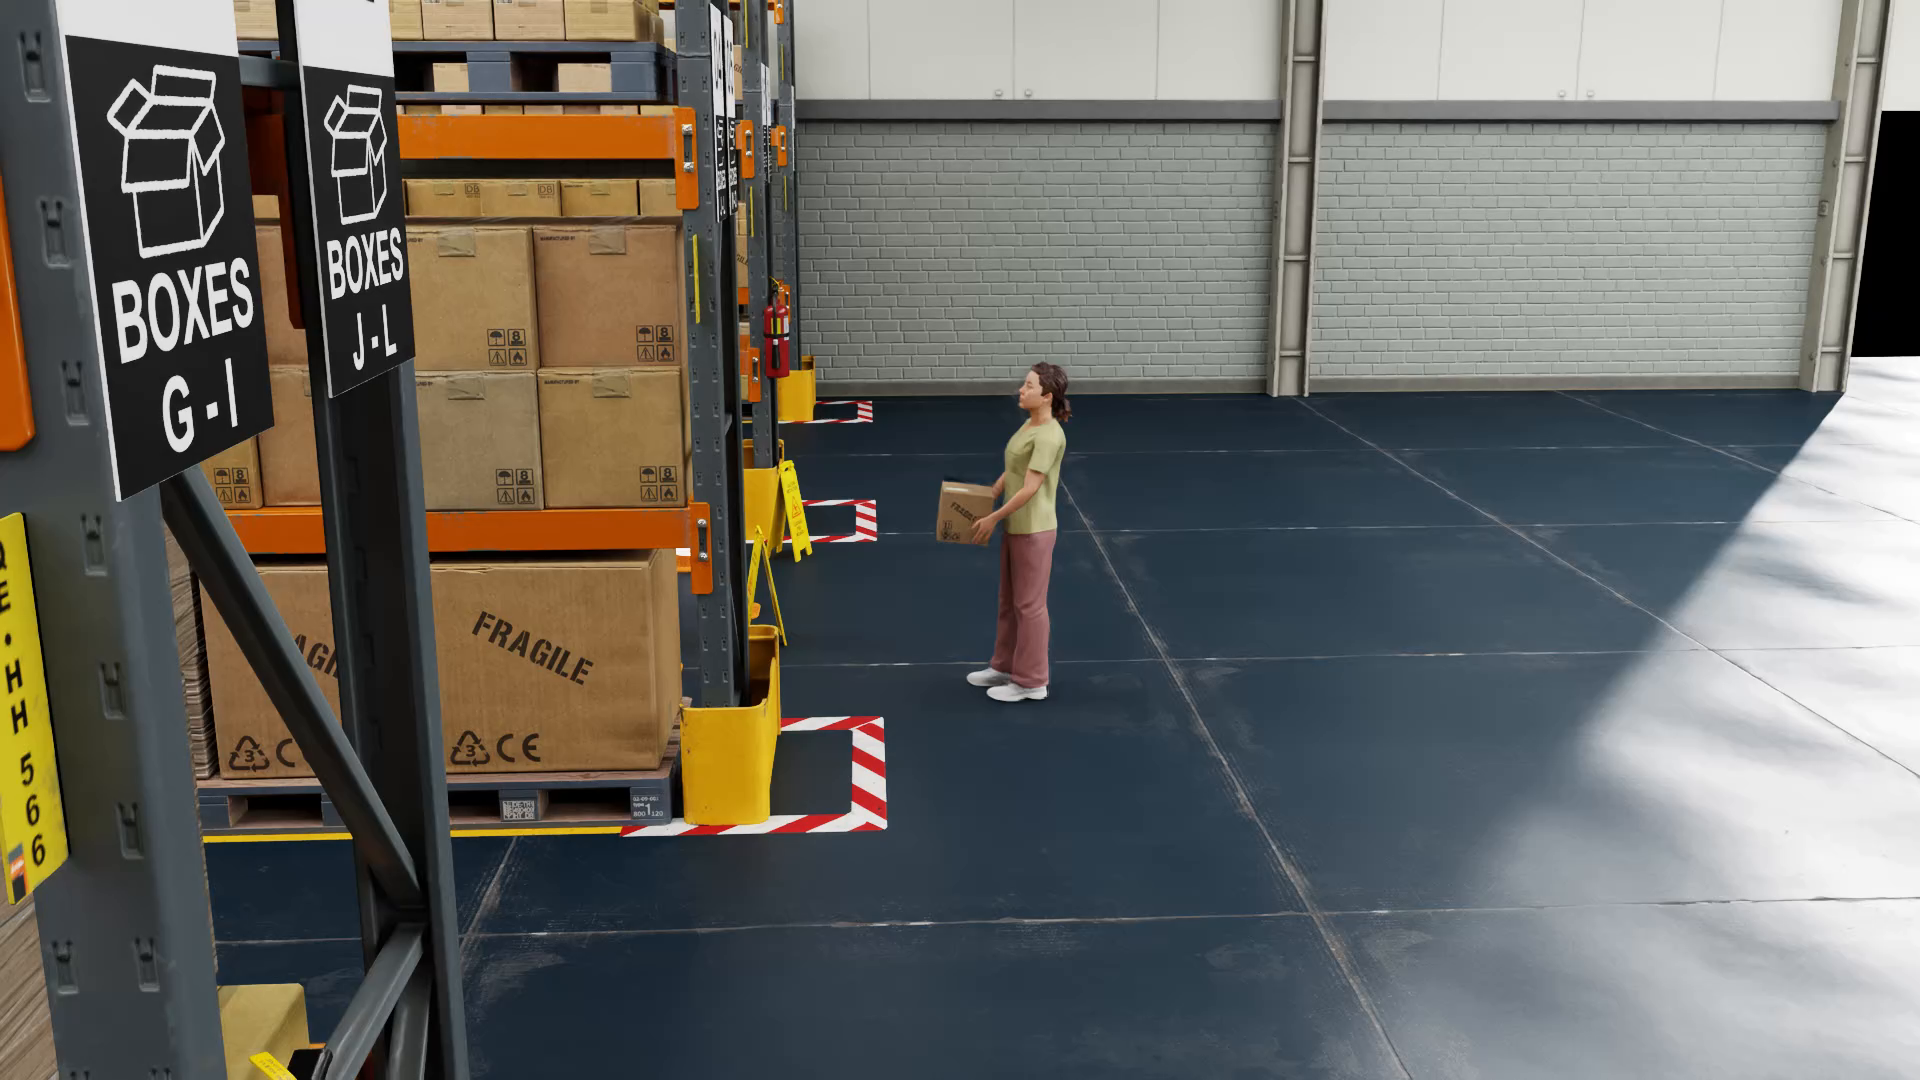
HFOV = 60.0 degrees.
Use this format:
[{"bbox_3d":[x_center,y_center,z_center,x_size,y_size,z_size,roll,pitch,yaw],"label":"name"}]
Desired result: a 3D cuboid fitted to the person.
[{"bbox_3d":[0.289,-0.037,8.142,0.519,1.676,0.475,-2,14,-9],"label":"person"}]
